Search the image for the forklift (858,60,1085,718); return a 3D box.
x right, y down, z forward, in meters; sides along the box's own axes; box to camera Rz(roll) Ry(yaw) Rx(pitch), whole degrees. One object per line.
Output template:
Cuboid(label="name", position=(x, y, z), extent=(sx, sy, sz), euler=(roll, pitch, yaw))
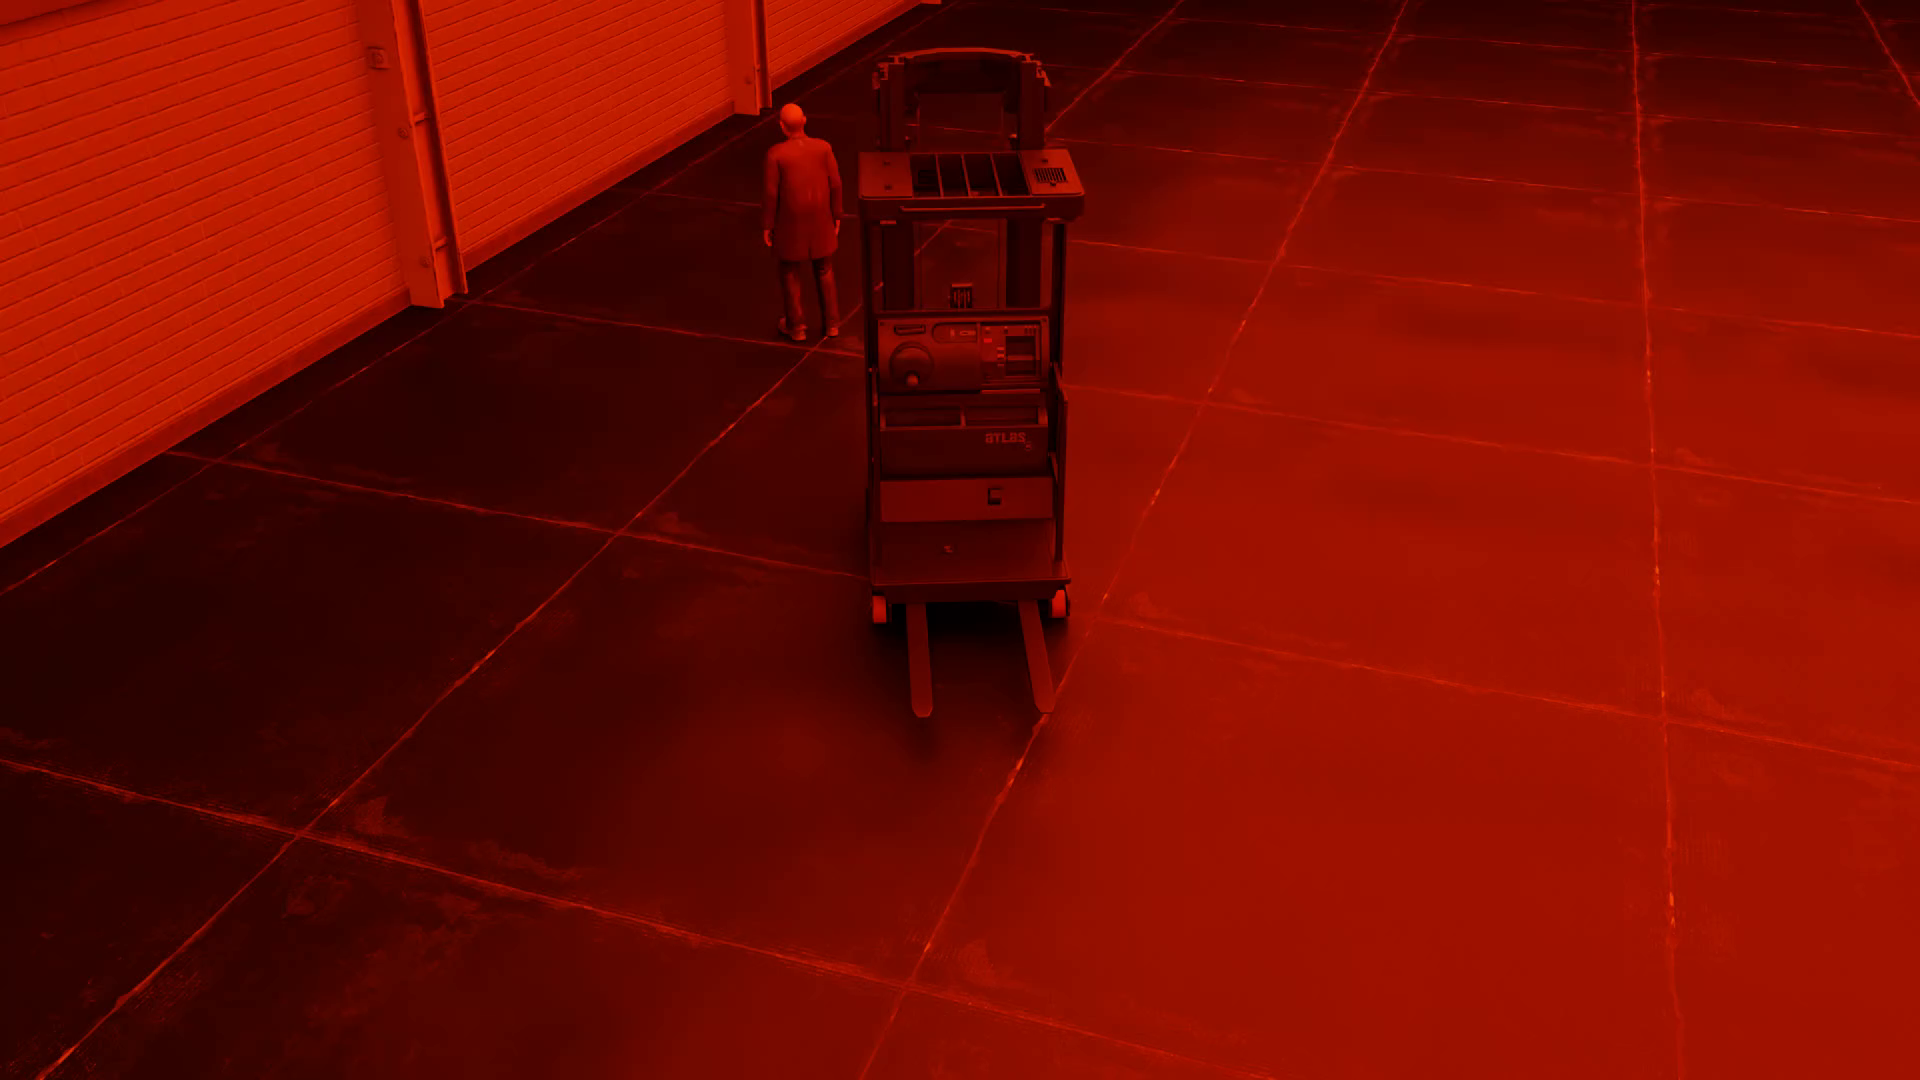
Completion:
Cuboid(label="forklift", position=(0.035, -0.945, 8.858), extent=(1.129, 2.867, 3.031), euler=(-2, 30, -3))

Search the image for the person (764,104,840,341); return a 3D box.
Cuboid(label="person", position=(-1.192, -2.388, 12.494), extent=(0.605, 1.772, 0.392), euler=(-11, 32, -19))
